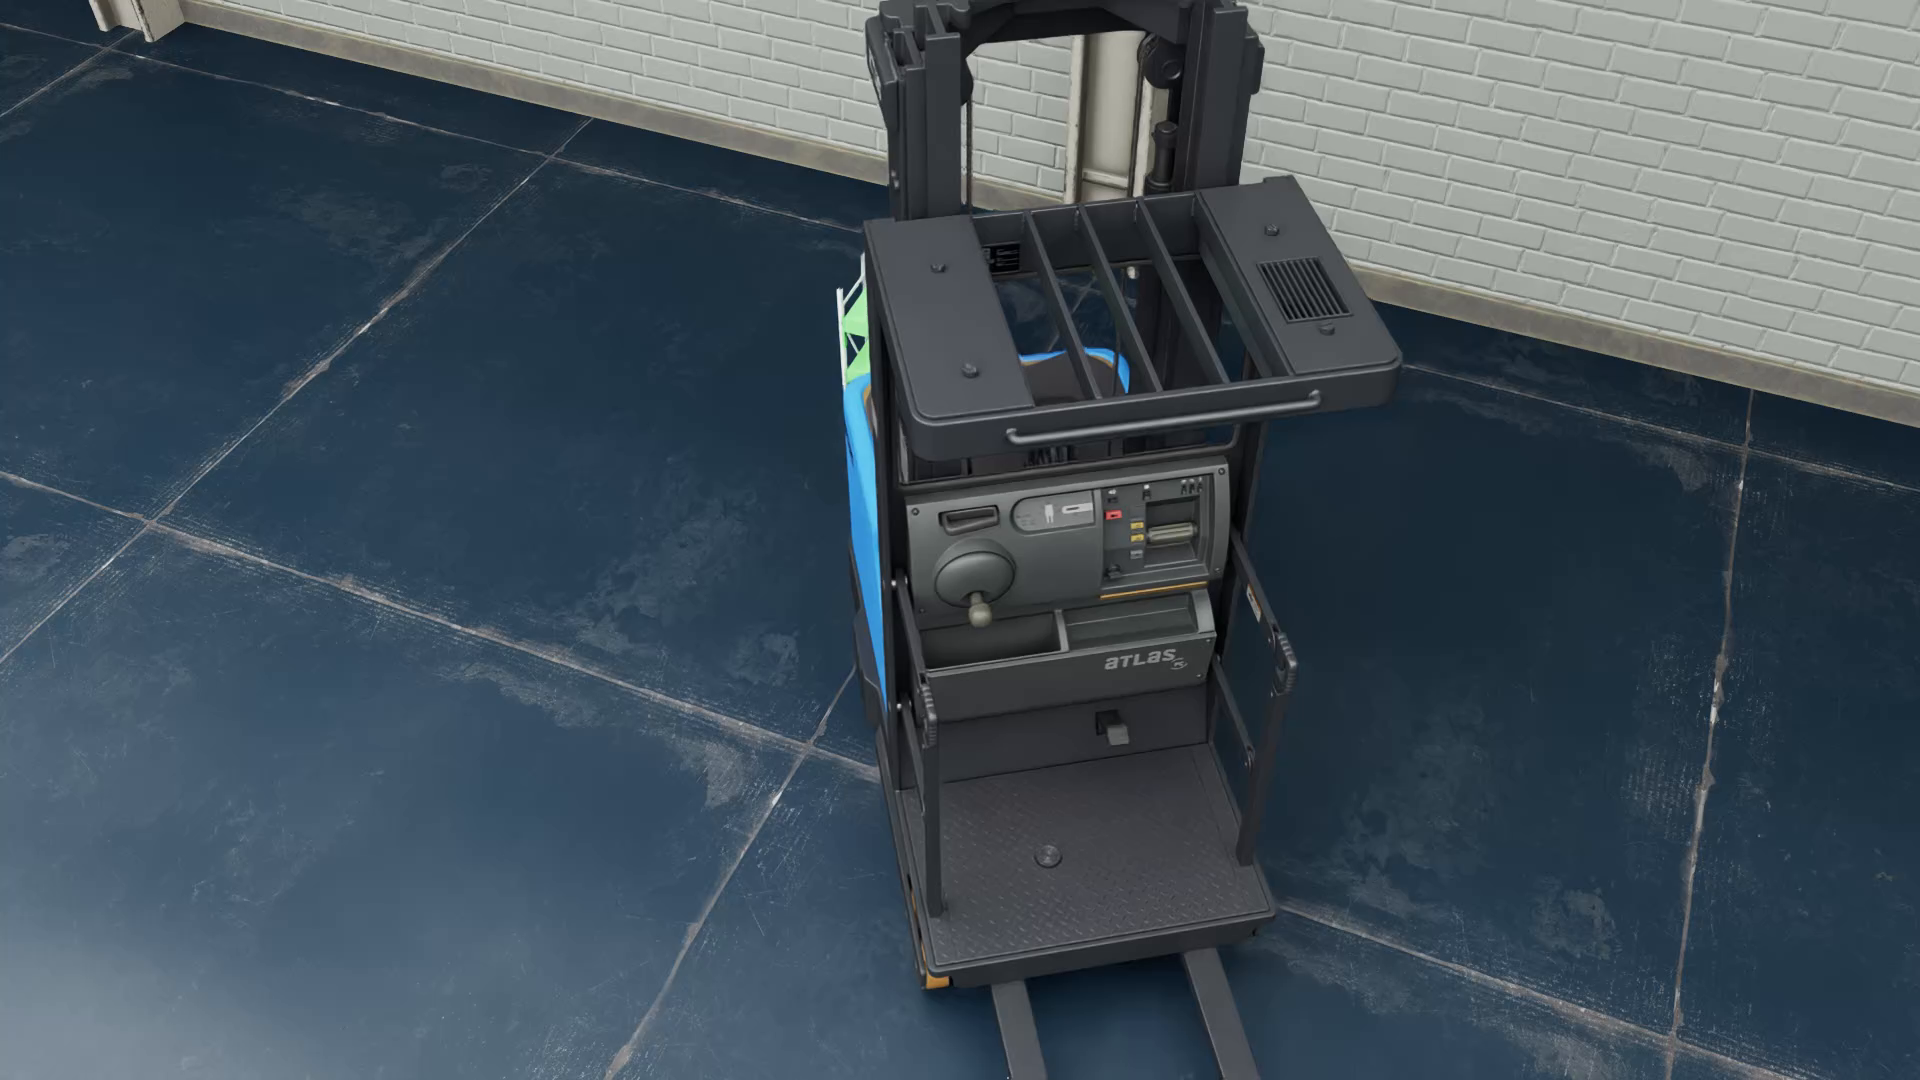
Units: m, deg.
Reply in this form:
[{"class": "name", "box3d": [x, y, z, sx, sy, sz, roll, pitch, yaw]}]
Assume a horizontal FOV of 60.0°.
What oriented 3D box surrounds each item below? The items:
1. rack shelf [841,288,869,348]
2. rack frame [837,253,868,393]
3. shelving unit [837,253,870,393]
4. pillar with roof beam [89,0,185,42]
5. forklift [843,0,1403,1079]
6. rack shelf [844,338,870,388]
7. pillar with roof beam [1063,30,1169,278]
[{"class": "rack shelf", "box3d": [-0.164, -0.781, 6.095, 0.480, 0.148, 0.258, 15, 47, 14]}, {"class": "rack frame", "box3d": [-0.392, -0.547, 6.449, 0.015, 1.200, 0.240, 15, 47, 14]}, {"class": "shelving unit", "box3d": [-0.164, -0.486, 6.388, 0.503, 1.200, 0.258, 15, 47, 14]}, {"class": "pillar with roof beam", "box3d": [-6.467, -3.430, 3.817, 0.400, 9.000, 9.100, 16, 47, 16]}, {"class": "forklift", "box3d": [0.355, 0.102, 4.570, 1.130, 2.935, 3.031, -8, 45, -8]}, {"class": "rack shelf", "box3d": [-0.164, -0.611, 6.264, 0.480, 0.148, 0.258, 15, 47, 14]}, {"class": "pillar with roof beam", "box3d": [-0.929, -1.800, 2.180, 0.400, 9.000, 9.100, 16, 47, 16]}]
